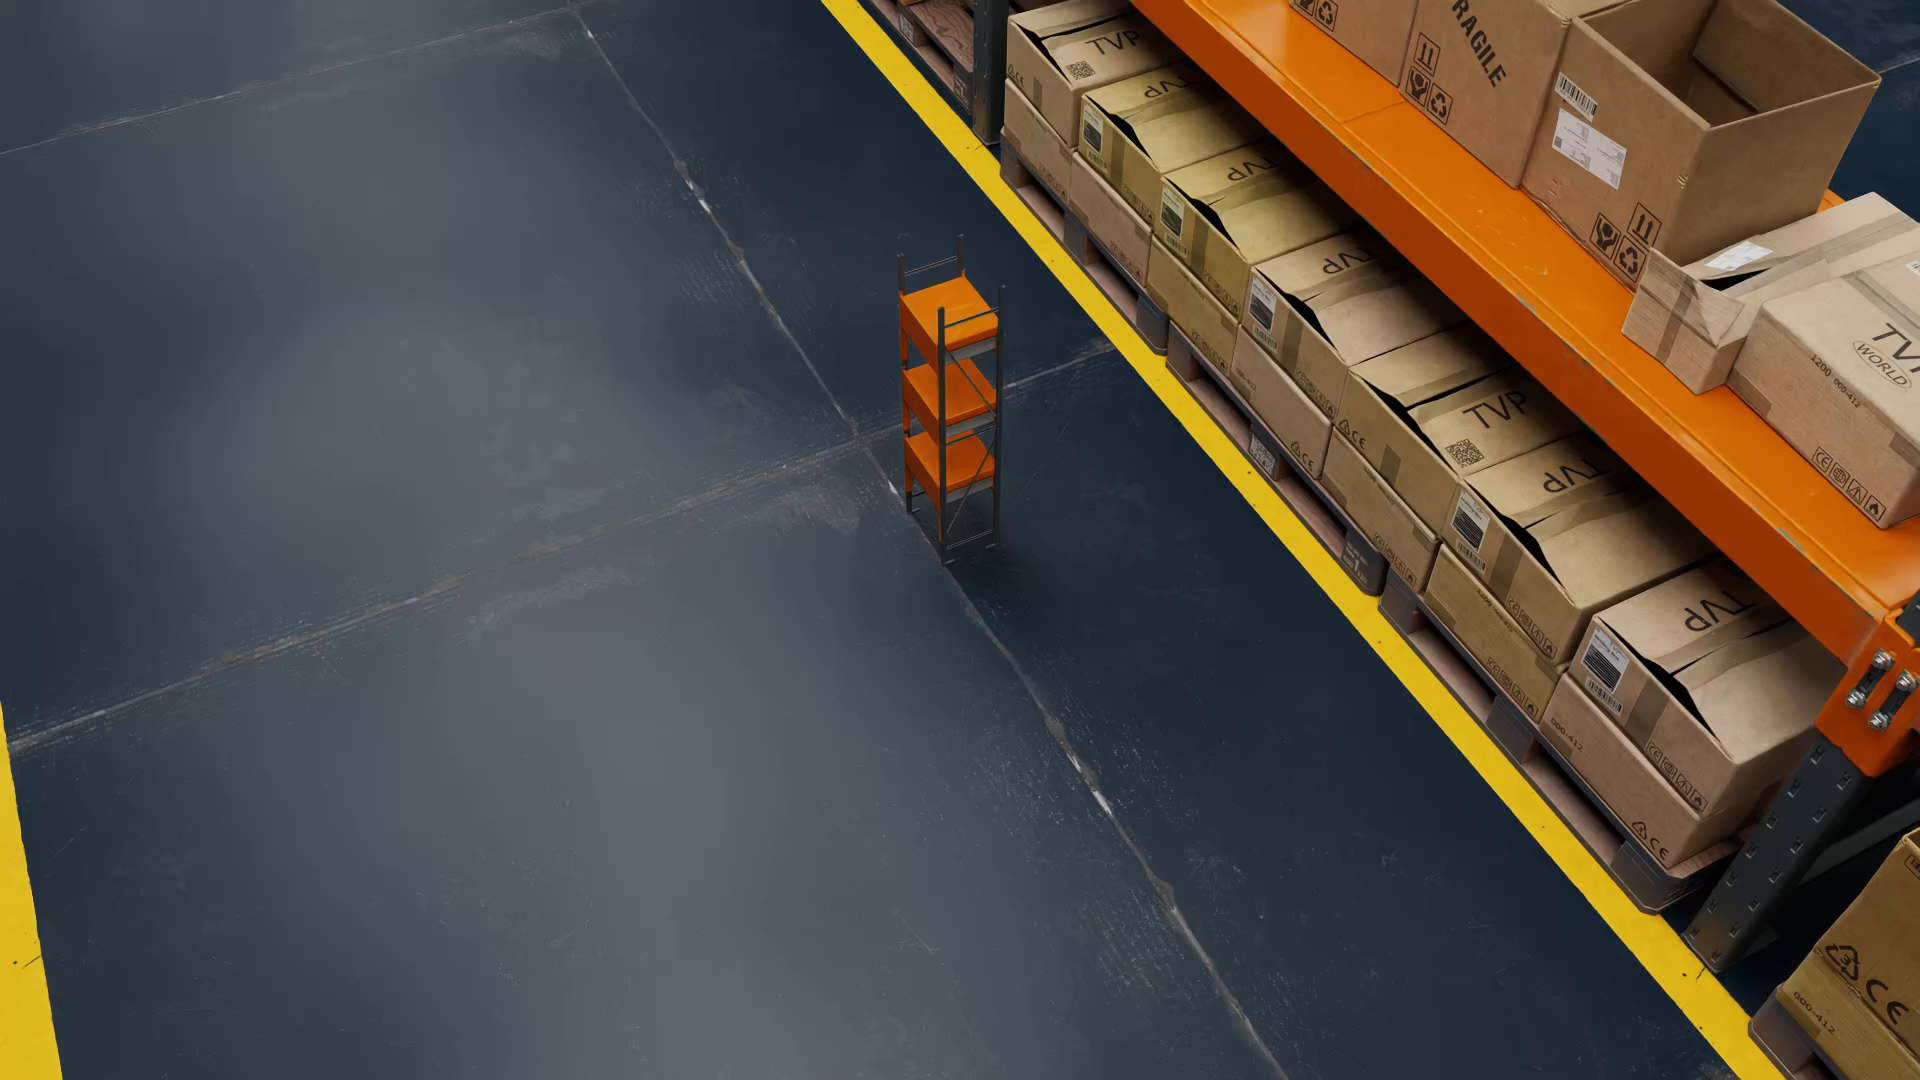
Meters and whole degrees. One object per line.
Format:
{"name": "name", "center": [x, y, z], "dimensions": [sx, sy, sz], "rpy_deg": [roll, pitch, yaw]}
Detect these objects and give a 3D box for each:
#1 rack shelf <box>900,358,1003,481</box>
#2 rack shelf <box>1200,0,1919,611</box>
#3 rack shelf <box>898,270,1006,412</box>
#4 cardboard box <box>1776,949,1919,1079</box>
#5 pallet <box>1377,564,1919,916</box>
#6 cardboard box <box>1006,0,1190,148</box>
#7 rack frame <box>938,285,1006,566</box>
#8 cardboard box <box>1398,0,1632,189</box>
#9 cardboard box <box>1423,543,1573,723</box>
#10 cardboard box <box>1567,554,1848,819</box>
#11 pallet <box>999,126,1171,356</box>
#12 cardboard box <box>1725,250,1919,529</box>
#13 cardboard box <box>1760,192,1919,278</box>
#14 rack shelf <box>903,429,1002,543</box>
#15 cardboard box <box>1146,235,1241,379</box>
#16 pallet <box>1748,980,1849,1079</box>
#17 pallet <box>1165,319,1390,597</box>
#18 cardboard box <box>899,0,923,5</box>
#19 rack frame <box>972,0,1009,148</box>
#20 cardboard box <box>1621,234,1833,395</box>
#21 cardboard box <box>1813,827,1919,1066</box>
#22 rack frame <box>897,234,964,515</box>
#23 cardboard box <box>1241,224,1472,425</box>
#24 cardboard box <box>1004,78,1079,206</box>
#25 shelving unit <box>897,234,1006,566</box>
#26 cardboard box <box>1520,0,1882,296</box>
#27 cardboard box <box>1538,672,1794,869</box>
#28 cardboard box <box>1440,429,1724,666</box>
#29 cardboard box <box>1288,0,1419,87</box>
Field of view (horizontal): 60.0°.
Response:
{"name": "rack shelf", "center": [-0.024, -0.374, 4.894], "dimensions": [0.215, 0.259, 0.240], "rpy_deg": [-21, 52, -18]}
{"name": "rack shelf", "center": [1.437, -1.247, 4.696], "dimensions": [0.919, 0.124, 3.809], "rpy_deg": [-21, 52, -18]}
{"name": "rack shelf", "center": [-0.024, -0.561, 4.681], "dimensions": [0.215, 0.259, 0.240], "rpy_deg": [-21, 52, -18]}
{"name": "cardboard box", "center": [2.295, 1.101, 3.842], "dimensions": [0.500, 0.250, 0.500], "rpy_deg": [-21, 52, -18]}
{"name": "pallet", "center": [1.980, 0.357, 4.797], "dimensions": [1.003, 0.211, 1.213], "rpy_deg": [-21, 52, -18]}
{"name": "cardboard box", "center": [0.500, -1.724, 5.940], "dimensions": [0.500, 0.311, 0.500], "rpy_deg": [-20, 52, -16]}
{"name": "rack frame", "center": [0.031, -0.300, 4.815], "dimensions": [0.200, 1.050, 0.008], "rpy_deg": [-21, 52, -18]}
{"name": "cardboard box", "center": [1.545, -1.322, 4.347], "dimensions": [0.500, 0.500, 0.500], "rpy_deg": [-21, 52, -17]}
{"name": "cardboard box", "center": [1.675, 0.169, 4.657], "dimensions": [0.500, 0.250, 0.500], "rpy_deg": [-22, 52, -18]}
{"name": "cardboard box", "center": [1.912, 0.329, 4.145], "dimensions": [0.500, 0.311, 0.500], "rpy_deg": [-21, 52, -18]}
{"name": "pallet", "center": [0.864, -1.276, 6.226], "dimensions": [1.003, 0.211, 1.213], "rpy_deg": [-21, 52, -18]}
{"name": "cardboard box", "center": [2.088, -0.346, 3.660], "dimensions": [0.500, 0.250, 0.500], "rpy_deg": [-18, 51, -15]}
{"name": "cardboard box", "center": [2.128, -0.662, 4.003], "dimensions": [0.380, 0.149, 0.250], "rpy_deg": [-21, 52, -18]}
{"name": "rack shelf", "center": [-0.024, -0.191, 5.103], "dimensions": [0.215, 0.259, 0.240], "rpy_deg": [-21, 52, -18]}
{"name": "cardboard box", "center": [0.974, -0.858, 5.555], "dimensions": [0.500, 0.250, 0.500], "rpy_deg": [-22, 53, -18]}
{"name": "pallet", "center": [2.679, 1.383, 3.900], "dimensions": [1.003, 0.211, 1.213], "rpy_deg": [-21, 52, -18]}
{"name": "pallet", "center": [1.418, -0.460, 5.512], "dimensions": [1.003, 0.211, 1.213], "rpy_deg": [-21, 52, -18]}
{"name": "cardboard box", "center": [-0.115, -2.625, 6.922], "dimensions": [0.500, 0.500, 0.500], "rpy_deg": [-19, 52, -16]}
{"name": "rack frame", "center": [0.522, -2.758, 5.670], "dimensions": [1.000, 3.000, 0.127], "rpy_deg": [-21, 52, -18]}
{"name": "cardboard box", "center": [1.787, -0.562, 3.838], "dimensions": [0.396, 0.266, 0.258], "rpy_deg": [-22, 52, -18]}
{"name": "cardboard box", "center": [2.286, 0.857, 3.557], "dimensions": [0.500, 0.500, 0.500], "rpy_deg": [-21, 52, -18]}
{"name": "rack frame", "center": [-0.080, -0.463, 4.958], "dimensions": [0.200, 1.050, 0.008], "rpy_deg": [-21, 52, -18]}
{"name": "cardboard box", "center": [1.215, -0.690, 5.036], "dimensions": [0.500, 0.311, 0.500], "rpy_deg": [-22, 52, -18]}
{"name": "cardboard box", "center": [0.500, -1.540, 6.152], "dimensions": [0.500, 0.250, 0.500], "rpy_deg": [-21, 52, -18]}
{"name": "shelving unit", "center": [-0.024, -0.381, 4.886], "dimensions": [0.215, 1.050, 0.252], "rpy_deg": [-21, 52, -18]}
{"name": "cardboard box", "center": [1.774, -0.986, 4.053], "dimensions": [0.500, 0.500, 0.500], "rpy_deg": [-18, 51, -15]}
{"name": "cardboard box", "center": [1.905, 0.508, 4.361], "dimensions": [0.500, 0.250, 0.500], "rpy_deg": [-22, 52, -18]}
{"name": "cardboard box", "center": [1.668, -0.017, 4.447], "dimensions": [0.500, 0.311, 0.500], "rpy_deg": [-20, 52, -17]}
{"name": "cardboard box", "center": [1.304, -1.674, 4.655], "dimensions": [0.500, 0.500, 0.500], "rpy_deg": [-24, 53, -19]}
